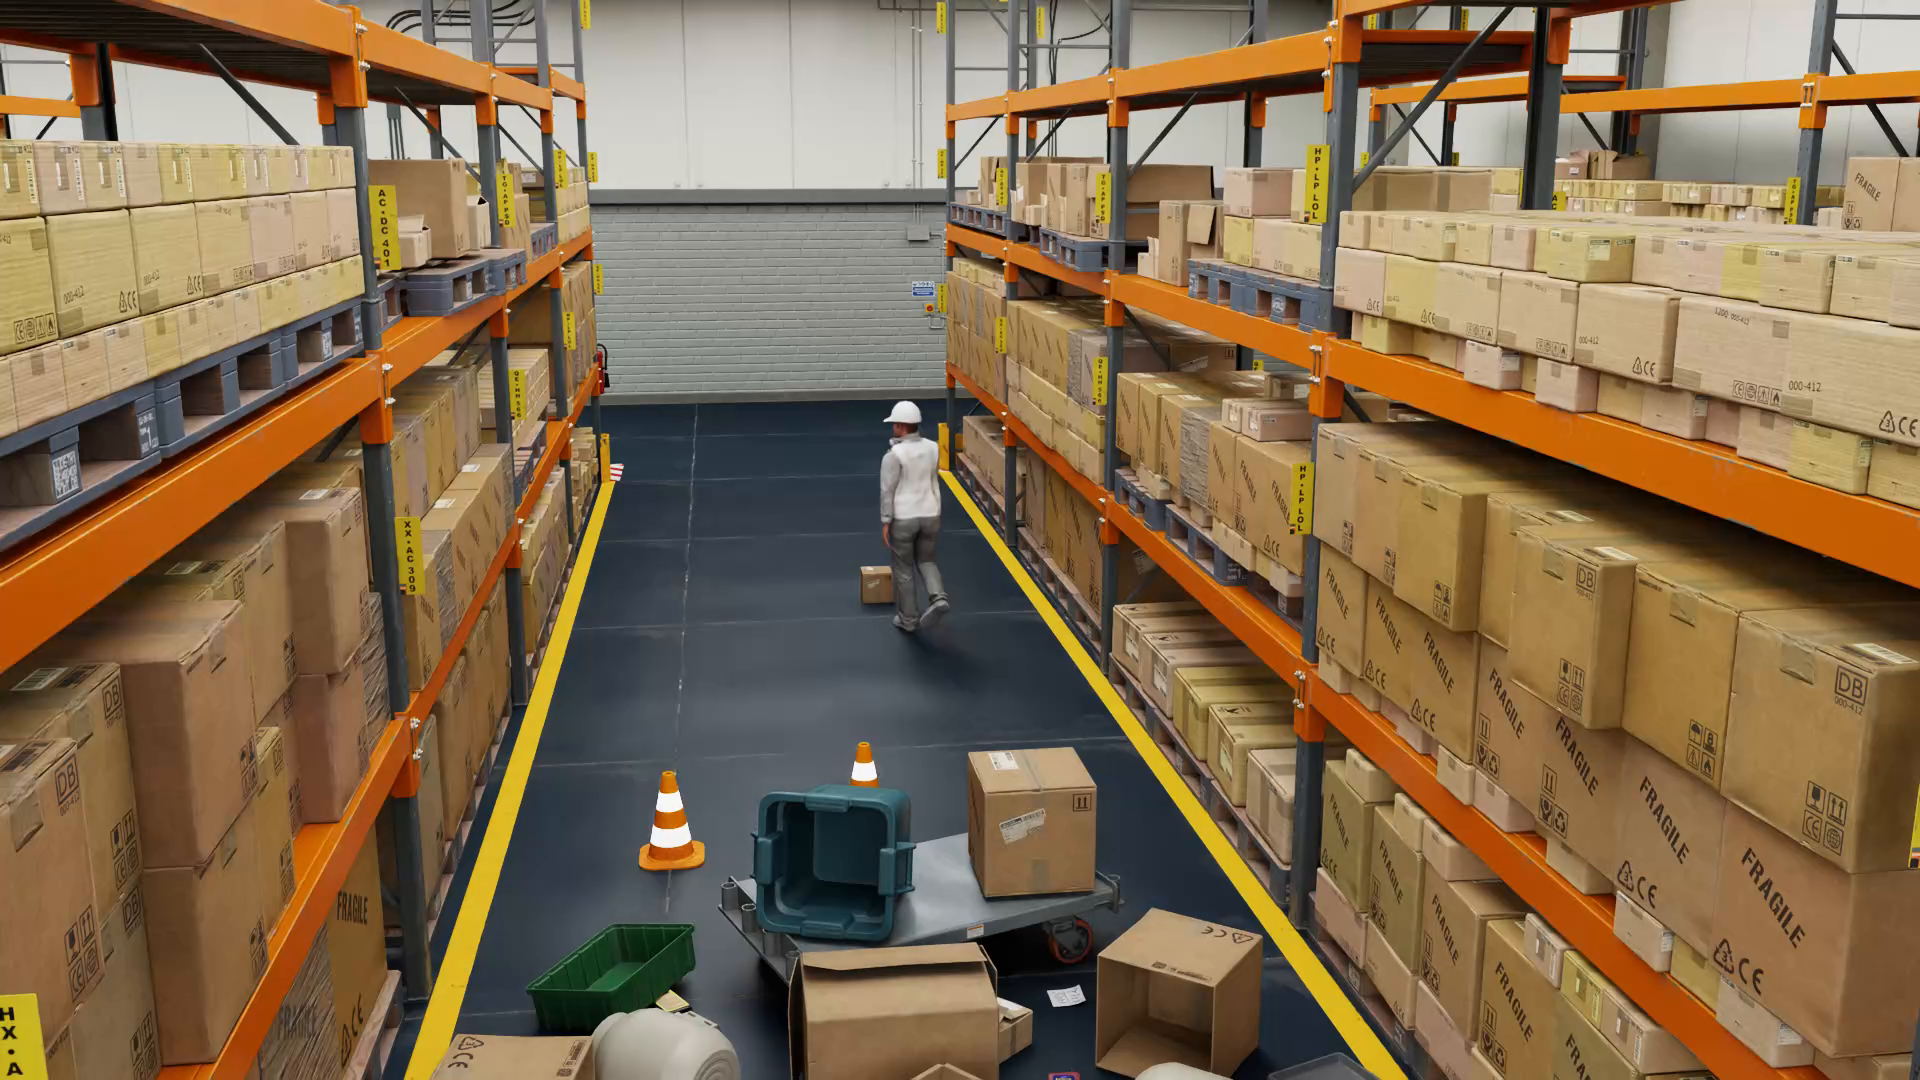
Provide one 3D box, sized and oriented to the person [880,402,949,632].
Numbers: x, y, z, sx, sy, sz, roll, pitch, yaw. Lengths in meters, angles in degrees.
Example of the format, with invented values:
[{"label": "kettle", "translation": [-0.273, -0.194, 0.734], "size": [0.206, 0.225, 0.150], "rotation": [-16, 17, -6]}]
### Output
[{"label": "person", "translation": [-0.352, -0.153, 12.545], "size": [0.539, 1.769, 0.652], "rotation": [-7, 15, -29]}]
